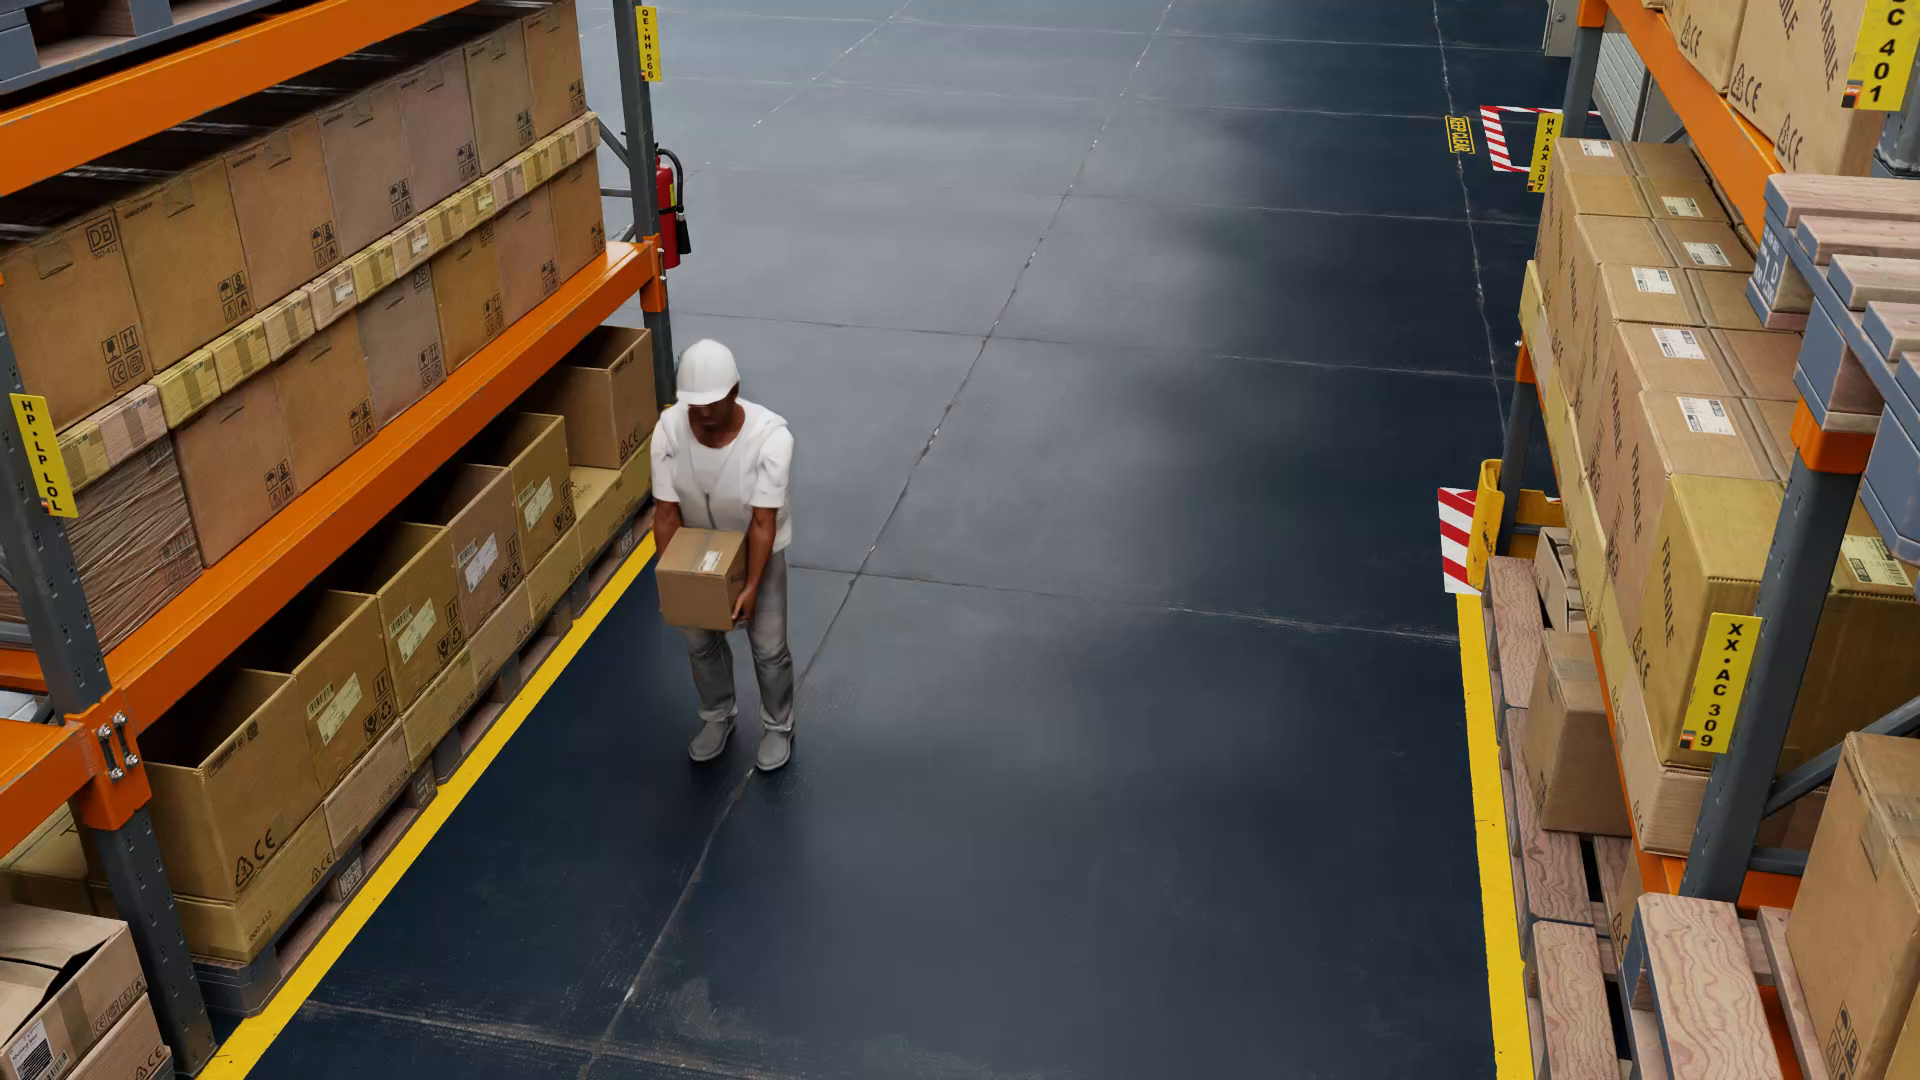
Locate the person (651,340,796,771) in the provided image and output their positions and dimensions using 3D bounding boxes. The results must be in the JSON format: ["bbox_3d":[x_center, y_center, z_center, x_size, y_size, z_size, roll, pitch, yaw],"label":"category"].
[{"bbox_3d":[-0.837,0.079,5.985,0.497,1.735,0.601,5,29,10],"label":"person"}]
